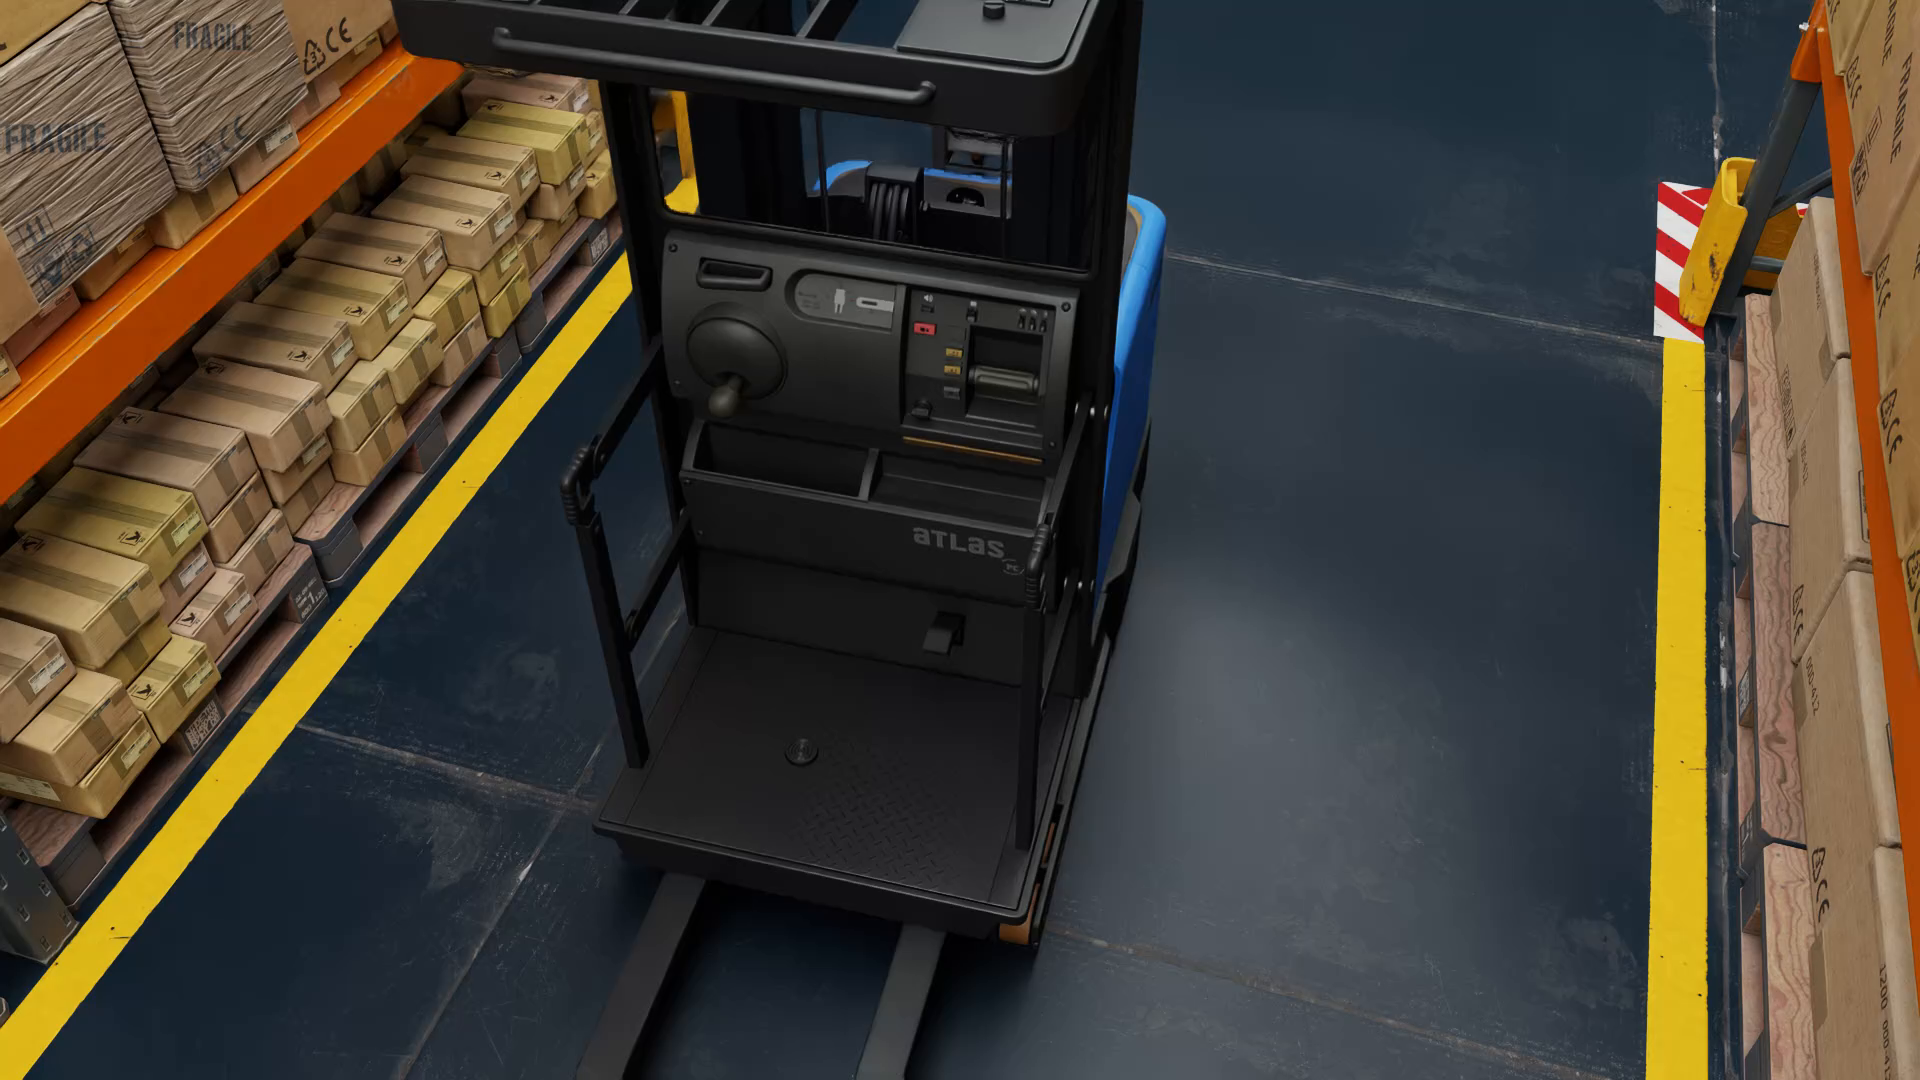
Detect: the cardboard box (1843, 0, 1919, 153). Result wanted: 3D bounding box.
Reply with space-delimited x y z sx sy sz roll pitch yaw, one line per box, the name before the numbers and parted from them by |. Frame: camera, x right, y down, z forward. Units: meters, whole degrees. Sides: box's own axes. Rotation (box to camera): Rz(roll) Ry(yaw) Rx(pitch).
cardboard box | 2.677 -1.271 4.332 0.500 0.500 0.500 12 46 12

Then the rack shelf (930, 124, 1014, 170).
rack shelf | 0.179 -1.227 5.022 0.431 0.518 0.480 10 45 10

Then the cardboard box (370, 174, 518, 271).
cardboard box | -1.700 -1.051 5.492 0.380 0.149 0.250 14 46 14

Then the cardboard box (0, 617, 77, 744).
cardboard box | -2.435 0.319 4.093 0.380 0.149 0.250 14 46 14

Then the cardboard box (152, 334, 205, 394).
cardboard box | -2.482 -0.527 5.169 0.380 0.149 0.250 11 45 11

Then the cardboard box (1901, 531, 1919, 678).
cardboard box | 2.059 0.086 2.946 0.500 0.500 0.500 11 46 12

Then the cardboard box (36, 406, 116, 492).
cardboard box | -2.616 -0.291 4.715 0.380 0.149 0.250 14 46 14

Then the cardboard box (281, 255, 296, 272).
cardboard box | -2.269 -0.874 5.524 0.380 0.149 0.250 15 46 15

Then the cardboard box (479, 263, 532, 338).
cardboard box | -1.710 -0.853 5.715 0.380 0.149 0.250 11 45 11

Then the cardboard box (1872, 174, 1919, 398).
cardboard box | 2.370 -0.598 3.645 0.500 0.500 0.500 14 46 14

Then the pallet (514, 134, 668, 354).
pallet | -1.828 -1.237 6.363 1.003 0.211 1.213 13 46 13

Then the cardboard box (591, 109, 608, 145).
cardboard box | -1.414 -1.643 6.310 0.380 0.149 0.250 11 46 11

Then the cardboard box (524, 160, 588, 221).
cardboard box | -1.569 -1.297 5.956 0.380 0.149 0.250 11 45 11

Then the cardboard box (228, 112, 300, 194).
cardboard box | -1.987 -1.070 4.378 0.380 0.149 0.250 14 46 14

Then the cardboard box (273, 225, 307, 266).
cardboard box | -2.388 -1.003 5.443 0.380 0.149 0.250 13 46 13

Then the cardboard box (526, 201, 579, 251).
cardboard box | -1.630 -1.204 6.073 0.380 0.149 0.250 12 46 12

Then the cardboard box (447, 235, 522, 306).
cardboard box | -1.714 -0.949 5.600 0.380 0.149 0.250 13 46 13

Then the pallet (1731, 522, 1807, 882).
pallet | 2.684 0.520 4.568 1.003 0.211 1.213 13 46 12

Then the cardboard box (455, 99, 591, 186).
cardboard box | -1.533 -1.401 5.849 0.380 0.149 0.250 12 46 12

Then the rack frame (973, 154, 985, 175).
rack frame | 0.239 -1.402 5.181 0.400 2.100 0.015 10 45 10

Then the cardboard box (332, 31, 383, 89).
cardboard box | -1.894 -1.431 4.747 0.380 0.149 0.250 13 46 13

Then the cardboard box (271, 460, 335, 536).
cardboard box | -2.137 -0.178 5.026 0.380 0.149 0.250 11 45 11

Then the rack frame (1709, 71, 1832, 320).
rack frame | 3.222 -1.837 4.983 1.000 3.000 0.127 13 46 13

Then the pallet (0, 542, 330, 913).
pallet | -2.567 0.390 4.701 1.003 0.211 1.213 13 46 13

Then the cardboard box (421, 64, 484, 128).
cardboard box | -1.977 -1.675 6.130 0.380 0.149 0.250 13 46 13

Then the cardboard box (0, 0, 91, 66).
cardboard box | -2.226 -1.249 3.383 0.500 0.500 0.500 11 45 11

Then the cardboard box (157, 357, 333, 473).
cardboard box | -2.054 -0.363 4.789 0.380 0.149 0.250 13 46 13

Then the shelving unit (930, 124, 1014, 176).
shelving unit | 0.179 -1.236 5.012 0.431 2.100 0.503 10 45 10

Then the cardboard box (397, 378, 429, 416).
cardboard box | -1.960 -0.522 5.377 0.380 0.149 0.250 14 46 14

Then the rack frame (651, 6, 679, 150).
rack frame | -1.526 -2.818 5.985 1.000 3.000 0.127 13 46 13

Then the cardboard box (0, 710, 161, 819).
cardboard box | -2.321 0.542 4.289 0.380 0.149 0.250 11 45 11

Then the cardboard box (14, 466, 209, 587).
cardboard box | -2.266 -0.032 4.450 0.380 0.149 0.250 12 46 12

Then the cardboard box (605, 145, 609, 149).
cardboard box | -1.486 -1.554 6.432 0.380 0.149 0.250 13 46 13

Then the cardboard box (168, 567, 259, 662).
cardboard box | -2.214 0.188 4.651 0.380 0.149 0.250 12 46 12

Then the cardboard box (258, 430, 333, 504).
cardboard box | -2.102 -0.279 4.915 0.380 0.149 0.250 15 46 14

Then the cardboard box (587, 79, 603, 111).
cardboard box | -1.445 -1.755 6.212 0.380 0.149 0.250 13 46 13

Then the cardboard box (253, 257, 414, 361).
cardboard box | -1.938 -0.718 5.151 0.380 0.149 0.250 13 46 13

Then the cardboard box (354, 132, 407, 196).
cardboard box | -2.172 -1.352 5.799 0.380 0.149 0.250 10 45 11

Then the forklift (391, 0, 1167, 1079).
forklift | -0.260 -0.332 3.493 1.130 2.935 3.031 10 45 10

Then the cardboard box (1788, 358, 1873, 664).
cardboard box | 2.849 0.001 4.635 0.875 0.438 0.875 14 46 14

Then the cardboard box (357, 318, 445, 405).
cardboard box | -1.866 -0.592 5.236 0.380 0.149 0.250 13 46 13

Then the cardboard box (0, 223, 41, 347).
cardboard box | -2.347 -0.571 3.404 0.500 0.500 0.500 12 46 12

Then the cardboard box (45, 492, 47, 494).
cardboard box | -2.641 -0.178 4.813 0.380 0.149 0.250 13 46 13

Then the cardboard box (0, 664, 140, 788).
cardboard box | -2.322 0.437 4.184 0.380 0.149 0.250 14 46 14

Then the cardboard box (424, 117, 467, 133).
cardboard box | -2.066 -1.590 6.256 0.380 0.149 0.250 12 46 12

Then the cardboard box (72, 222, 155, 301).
cardboard box | -2.213 -0.738 4.039 0.380 0.149 0.250 11 45 11

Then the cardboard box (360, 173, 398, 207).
cardboard box | -2.237 -1.260 5.919 0.380 0.149 0.250 14 46 14

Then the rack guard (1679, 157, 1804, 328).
rack guard | 3.230 -0.960 5.873 1.175 0.500 0.348 13 46 13

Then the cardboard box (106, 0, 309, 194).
cardboard box | -2.017 -1.230 4.078 0.500 0.500 0.500 12 46 12

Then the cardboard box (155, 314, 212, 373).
cardboard box | -2.552 -0.673 5.106 0.380 0.149 0.250 11 45 11

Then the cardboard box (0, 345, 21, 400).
cardboard box | -2.332 -0.370 3.663 0.380 0.149 0.250 14 46 14

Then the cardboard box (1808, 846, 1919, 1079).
cardboard box | 2.304 1.199 3.412 0.875 0.438 0.875 12 46 12

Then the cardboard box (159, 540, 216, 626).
cardboard box | -2.292 0.079 4.550 0.380 0.149 0.250 12 46 12
